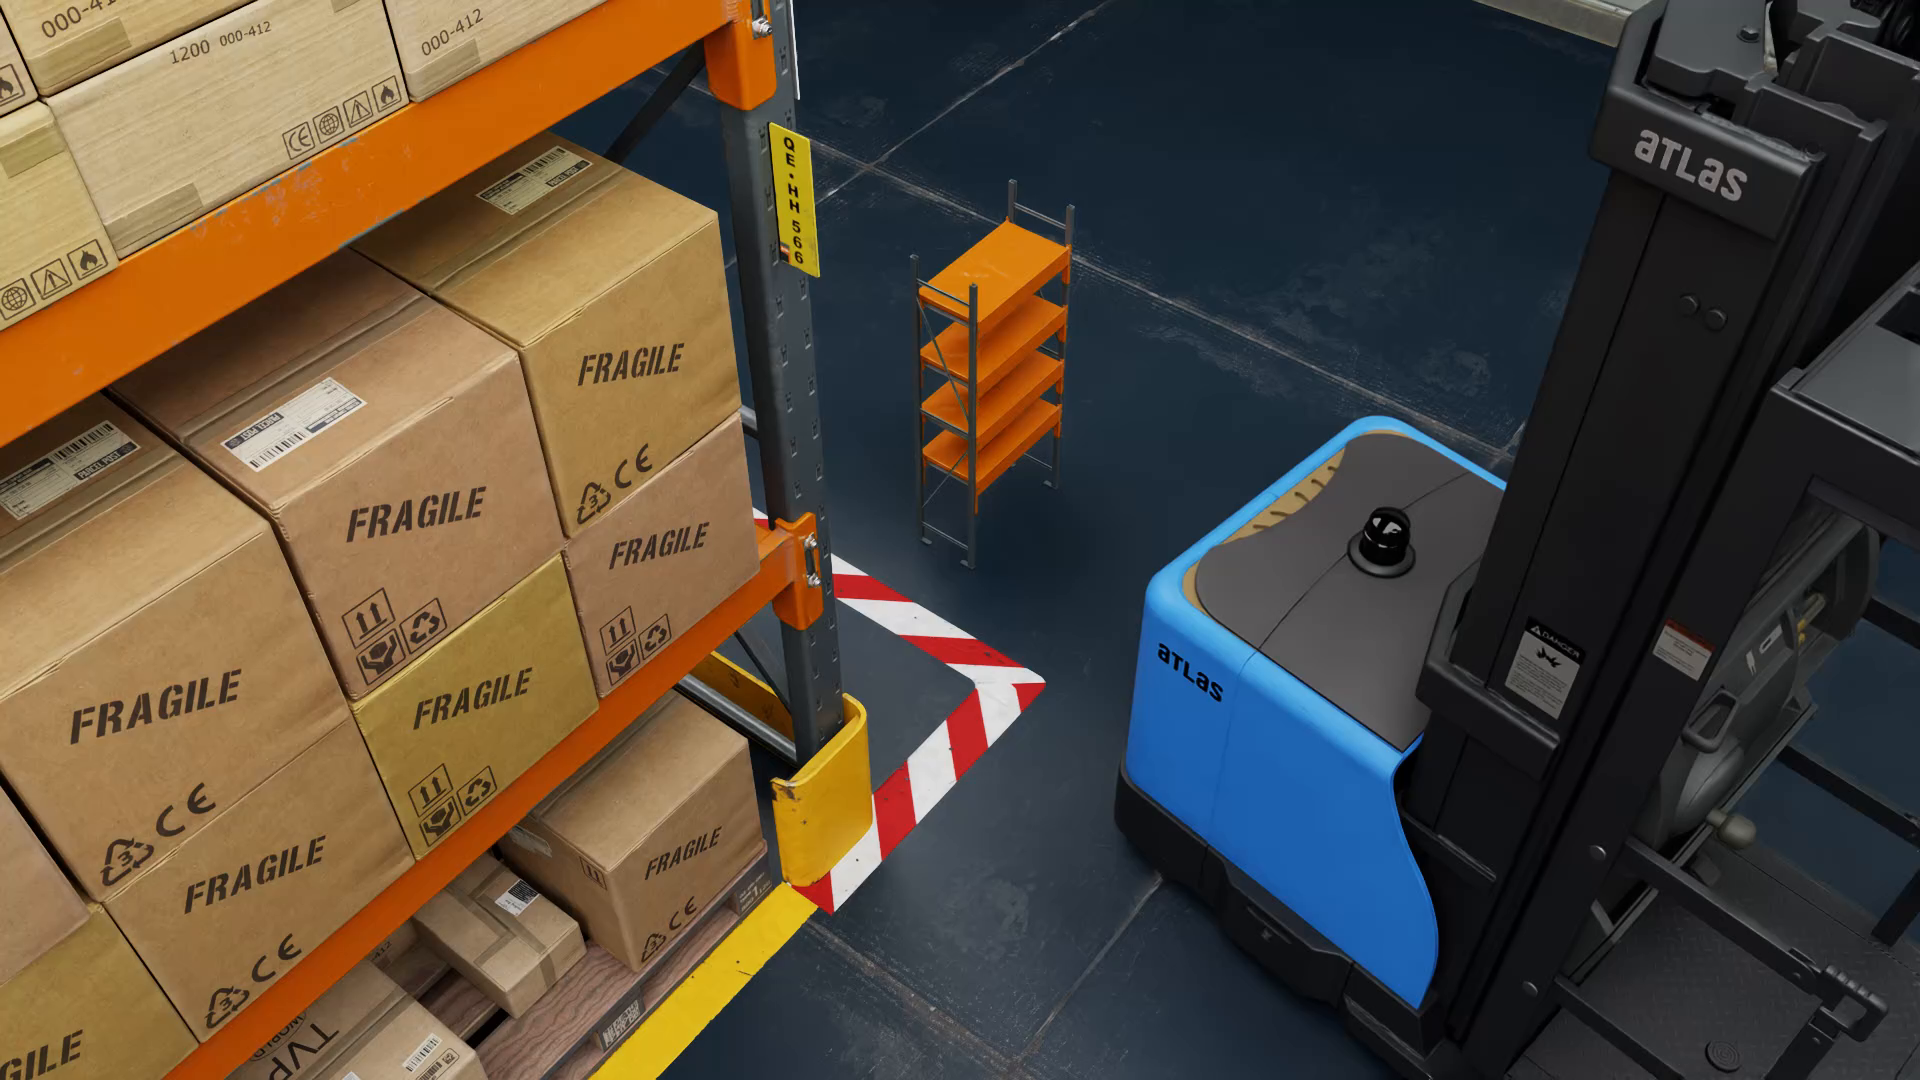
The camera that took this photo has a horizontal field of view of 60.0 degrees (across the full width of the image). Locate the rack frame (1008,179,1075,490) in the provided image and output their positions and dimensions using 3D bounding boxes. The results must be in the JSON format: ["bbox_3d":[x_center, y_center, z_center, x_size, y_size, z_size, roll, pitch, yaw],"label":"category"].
[{"bbox_3d":[0.250,-0.649,5.540,0.240,1.200,0.015,29,53,25],"label":"rack frame"}]

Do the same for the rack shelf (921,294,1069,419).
[{"bbox_3d":[0.101,-0.617,5.294,0.258,0.148,0.480,29,53,25],"label":"rack shelf"}]

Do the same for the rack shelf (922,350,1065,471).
[{"bbox_3d":[0.101,-0.463,5.455,0.258,0.148,0.480,29,53,25],"label":"rack shelf"}]

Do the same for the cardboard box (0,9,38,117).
[{"bbox_3d":[-1.480,-0.596,1.929,0.500,0.250,0.500,29,53,25],"label":"cardboard box"}]

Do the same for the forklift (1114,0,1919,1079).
[{"bbox_3d":[1.835,0.367,3.372,1.130,2.935,3.031,-35,55,-29],"label":"forklift"}]

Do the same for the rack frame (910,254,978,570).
[{"bbox_3d":[-0.048,-0.370,5.273,0.240,1.200,0.015,29,53,25],"label":"rack frame"}]

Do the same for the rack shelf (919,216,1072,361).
[{"bbox_3d":[0.101,-0.781,5.122,0.258,0.148,0.480,29,53,25],"label":"rack shelf"}]

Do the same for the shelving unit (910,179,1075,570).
[{"bbox_3d":[0.101,-0.509,5.407,0.258,1.200,0.503,29,53,25],"label":"shelving unit"}]

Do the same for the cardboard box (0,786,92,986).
[{"bbox_3d":[-1.744,0.462,2.474,0.500,0.500,0.500,31,54,26],"label":"cardboard box"}]

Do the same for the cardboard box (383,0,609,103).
[{"bbox_3d":[-0.859,-0.991,2.651,0.500,0.250,0.500,29,53,25],"label":"cardboard box"}]

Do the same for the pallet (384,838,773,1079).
[{"bbox_3d":[-1.287,1.047,4.604,1.003,0.211,1.213,29,53,25],"label":"pallet"}]

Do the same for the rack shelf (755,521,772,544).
[{"bbox_3d":[-1.976,0.909,3.170,0.919,0.124,3.809,29,53,25],"label":"rack shelf"}]

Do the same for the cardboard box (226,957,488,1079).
[{"bbox_3d":[-1.496,1.331,4.001,0.500,0.250,0.500,29,53,25],"label":"cardboard box"}]

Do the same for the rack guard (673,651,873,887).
[{"bbox_3d":[-0.800,0.490,4.936,1.175,0.500,0.348,29,53,25],"label":"rack guard"}]

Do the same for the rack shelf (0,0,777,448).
[{"bbox_3d":[-1.976,-0.060,2.156,1.077,0.370,4.000,29,53,25],"label":"rack shelf"}]

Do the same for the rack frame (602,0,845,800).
[{"bbox_3d":[-0.754,-0.417,4.074,1.000,3.000,0.127,29,53,25],"label":"rack frame"}]

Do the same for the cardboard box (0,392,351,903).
[{"bbox_3d":[-1.430,0.168,2.755,0.500,0.500,0.500,31,54,26],"label":"cardboard box"}]

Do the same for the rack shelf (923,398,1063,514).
[{"bbox_3d":[0.101,-0.326,5.599,0.258,0.148,0.480,29,53,25],"label":"rack shelf"}]

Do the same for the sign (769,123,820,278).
[{"bbox_3d":[-0.327,-0.669,3.295,0.100,0.325,0.005,29,53,25],"label":"sign"}]

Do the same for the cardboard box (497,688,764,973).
[{"bbox_3d":[-0.891,0.715,4.417,0.500,0.500,0.500,29,53,25],"label":"cardboard box"}]

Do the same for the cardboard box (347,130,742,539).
[{"bbox_3d":[-0.808,-0.420,3.317,0.500,0.500,0.500,29,53,25],"label":"cardboard box"}]

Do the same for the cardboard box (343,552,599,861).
[{"bbox_3d":[-1.127,0.224,3.393,0.500,0.500,0.500,30,53,25],"label":"cardboard box"}]

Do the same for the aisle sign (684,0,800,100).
[{"bbox_3d":[-0.470,-1.218,3.042,0.394,0.787,0.004,29,53,25],"label":"aisle sign"}]

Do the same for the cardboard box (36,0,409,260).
[{"bbox_3d":[-1.173,-0.709,2.382,0.500,0.250,0.500,29,53,25],"label":"cardboard box"}]

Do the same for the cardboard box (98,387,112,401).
[{"bbox_3d":[-1.547,-0.357,3.256,0.500,0.500,0.500,30,53,25],"label":"cardboard box"}]

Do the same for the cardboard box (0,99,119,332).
[{"bbox_3d":[-1.469,-0.417,2.104,0.500,0.250,0.500,29,53,25],"label":"cardboard box"}]

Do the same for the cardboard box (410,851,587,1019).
[{"bbox_3d":[-1.210,1.022,4.354,0.380,0.166,0.250,29,53,25],"label":"cardboard box"}]

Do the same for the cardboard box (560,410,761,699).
[{"bbox_3d":[-0.812,-0.075,3.678,0.500,0.500,0.500,31,54,26],"label":"cardboard box"}]
